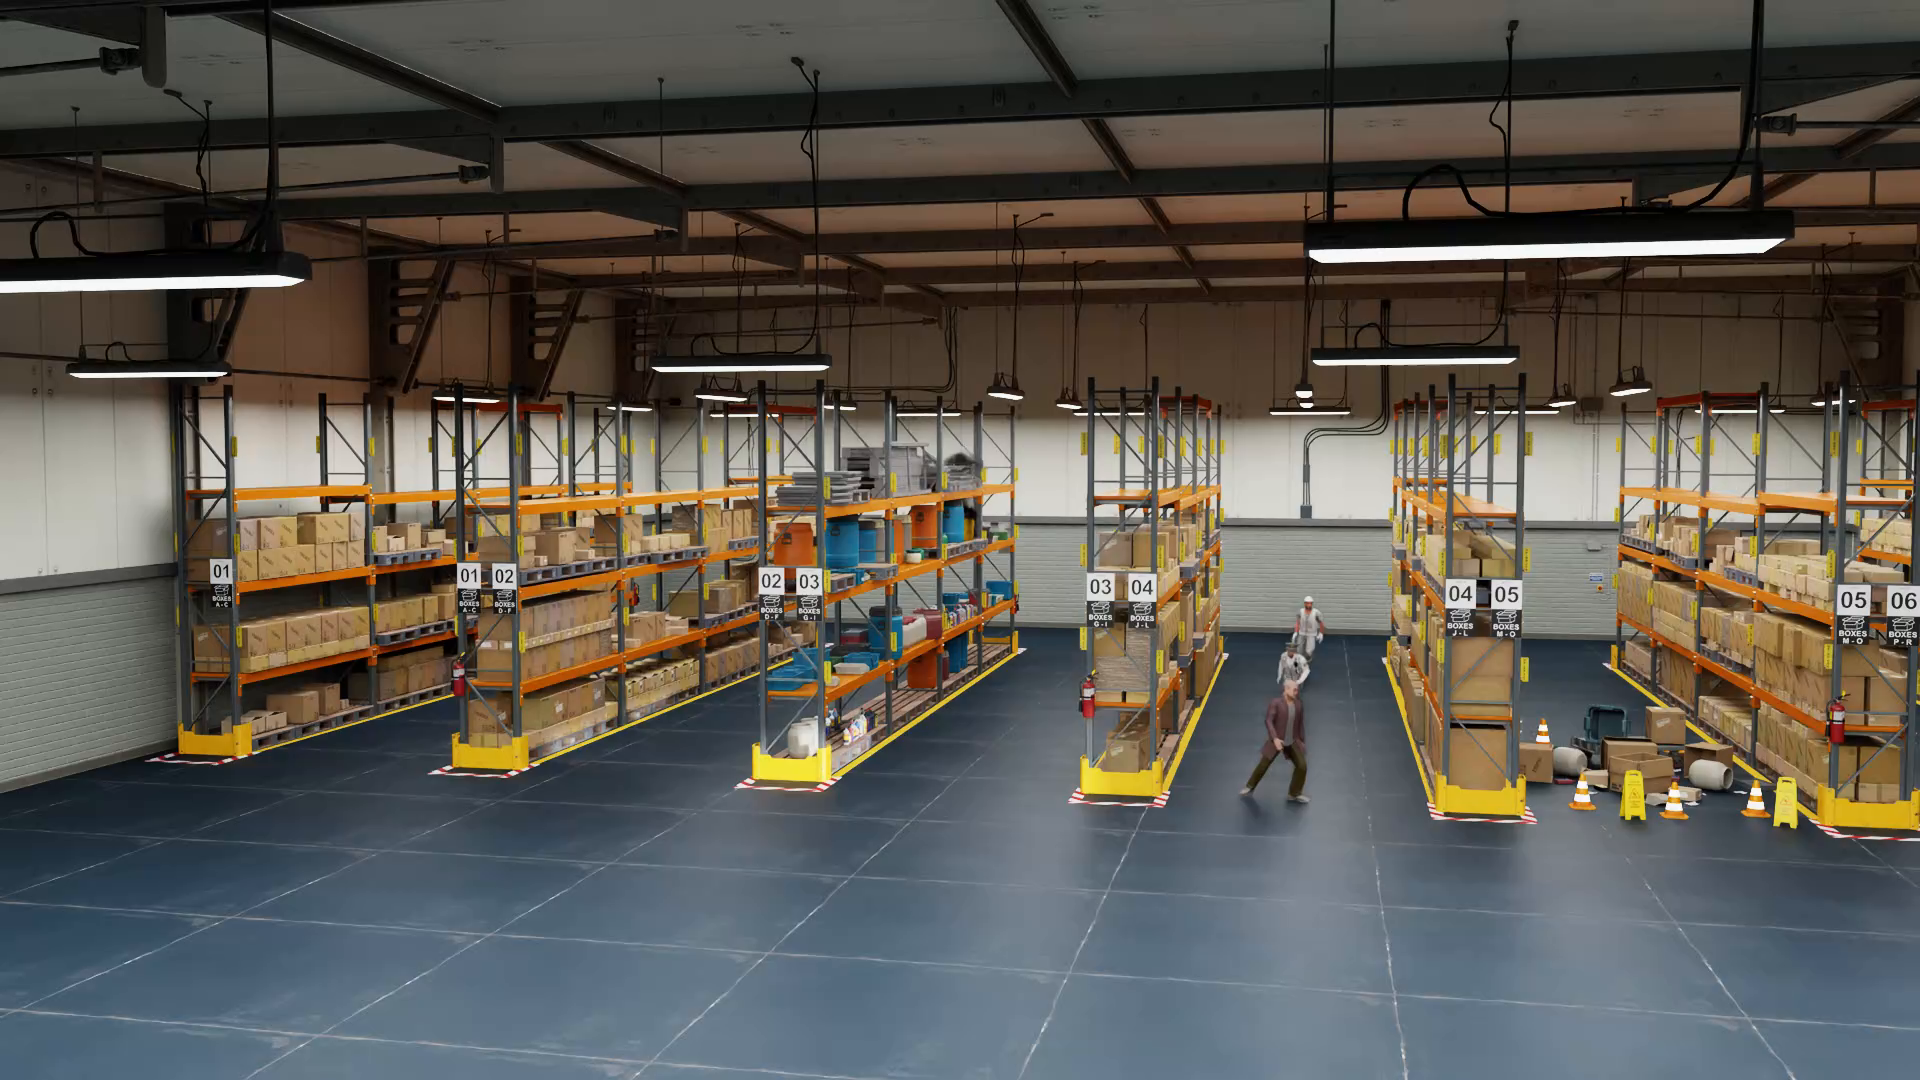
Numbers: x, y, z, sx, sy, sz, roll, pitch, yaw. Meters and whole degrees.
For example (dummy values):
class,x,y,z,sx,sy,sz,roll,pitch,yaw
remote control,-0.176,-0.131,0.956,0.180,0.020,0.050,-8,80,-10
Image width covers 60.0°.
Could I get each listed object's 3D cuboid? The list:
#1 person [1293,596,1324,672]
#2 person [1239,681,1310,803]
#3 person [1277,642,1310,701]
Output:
class,x,y,z,sx,sy,sz,roll,pitch,yaw
person,7.526,2.080,35.948,0.622,1.746,0.544,2,4,28
person,4.446,2.887,23.495,0.910,1.596,0.786,-1,3,-15
person,6.030,2.556,29.940,0.609,1.513,1.007,1,3,23
